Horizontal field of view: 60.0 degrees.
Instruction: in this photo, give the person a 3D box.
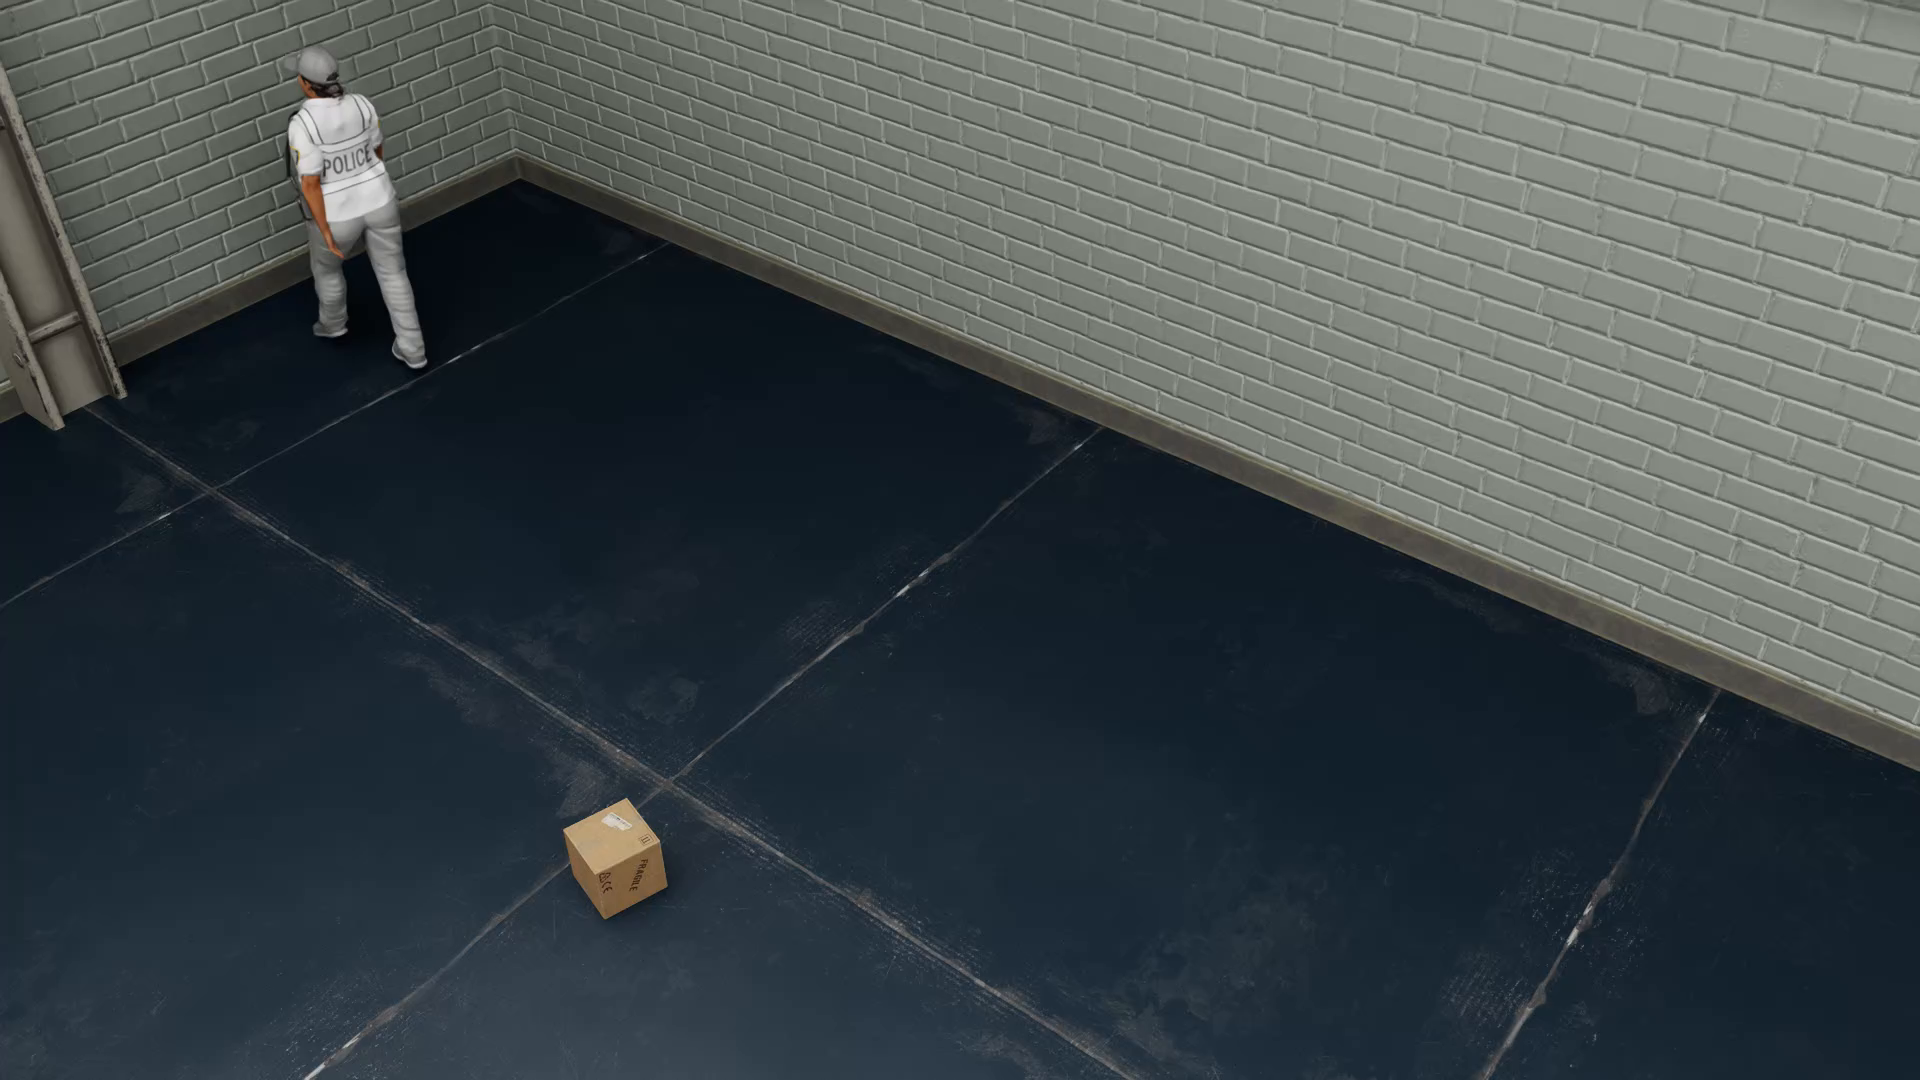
[{"bbox_3d":[-3.030,-1.655,8.189,0.478,1.666,0.817,-28,47,-30],"label":"person"}]
